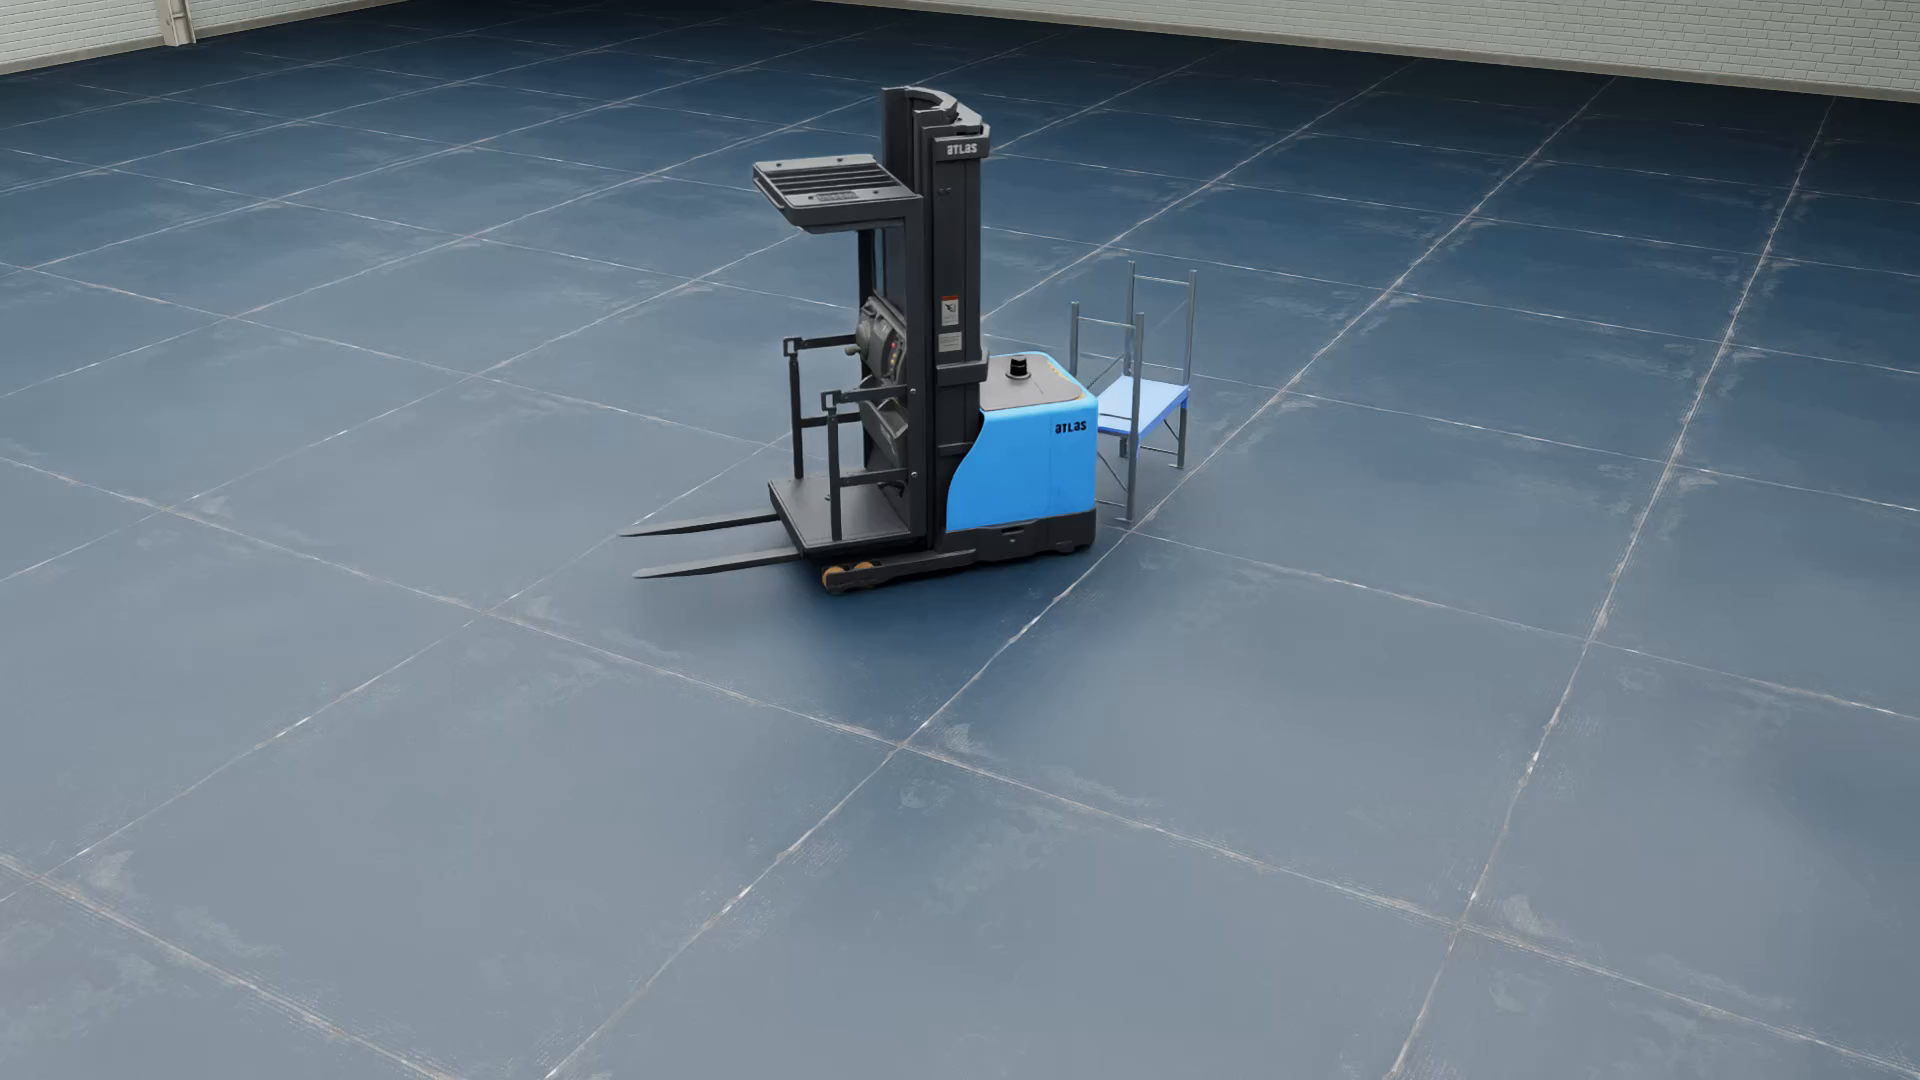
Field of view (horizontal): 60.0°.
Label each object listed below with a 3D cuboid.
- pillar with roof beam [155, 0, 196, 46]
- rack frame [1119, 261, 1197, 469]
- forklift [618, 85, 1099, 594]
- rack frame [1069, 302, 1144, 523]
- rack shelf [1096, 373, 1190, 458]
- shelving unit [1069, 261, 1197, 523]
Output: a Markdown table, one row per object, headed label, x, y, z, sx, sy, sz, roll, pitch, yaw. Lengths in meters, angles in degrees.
| label | x | y | z | sx | sy | sz | roll | pitch | yaw |
| --- | --- | --- | --- | --- | --- | --- | --- | --- | --- |
| pillar with roof beam | -9.226 | -11.334 | 23.759 | 9.100 | 9.000 | 0.400 | 14 | 30 | 26 |
| rack frame | 1.418 | -1.249 | 11.990 | 0.500 | 1.500 | 0.032 | 13 | 29 | 24 |
| forklift | -0.675 | -1.238 | 10.369 | 3.031 | 2.935 | 1.130 | -9 | 28 | -17 |
| rack frame | 0.962 | -0.842 | 11.177 | 0.500 | 1.500 | 0.032 | 13 | 29 | 24 |
| rack shelf | 1.190 | -0.885 | 11.664 | 0.538 | 0.185 | 1.000 | 13 | 29 | 24 |
| shelving unit | 1.190 | -1.046 | 11.584 | 0.538 | 1.500 | 1.048 | 13 | 29 | 24 |
